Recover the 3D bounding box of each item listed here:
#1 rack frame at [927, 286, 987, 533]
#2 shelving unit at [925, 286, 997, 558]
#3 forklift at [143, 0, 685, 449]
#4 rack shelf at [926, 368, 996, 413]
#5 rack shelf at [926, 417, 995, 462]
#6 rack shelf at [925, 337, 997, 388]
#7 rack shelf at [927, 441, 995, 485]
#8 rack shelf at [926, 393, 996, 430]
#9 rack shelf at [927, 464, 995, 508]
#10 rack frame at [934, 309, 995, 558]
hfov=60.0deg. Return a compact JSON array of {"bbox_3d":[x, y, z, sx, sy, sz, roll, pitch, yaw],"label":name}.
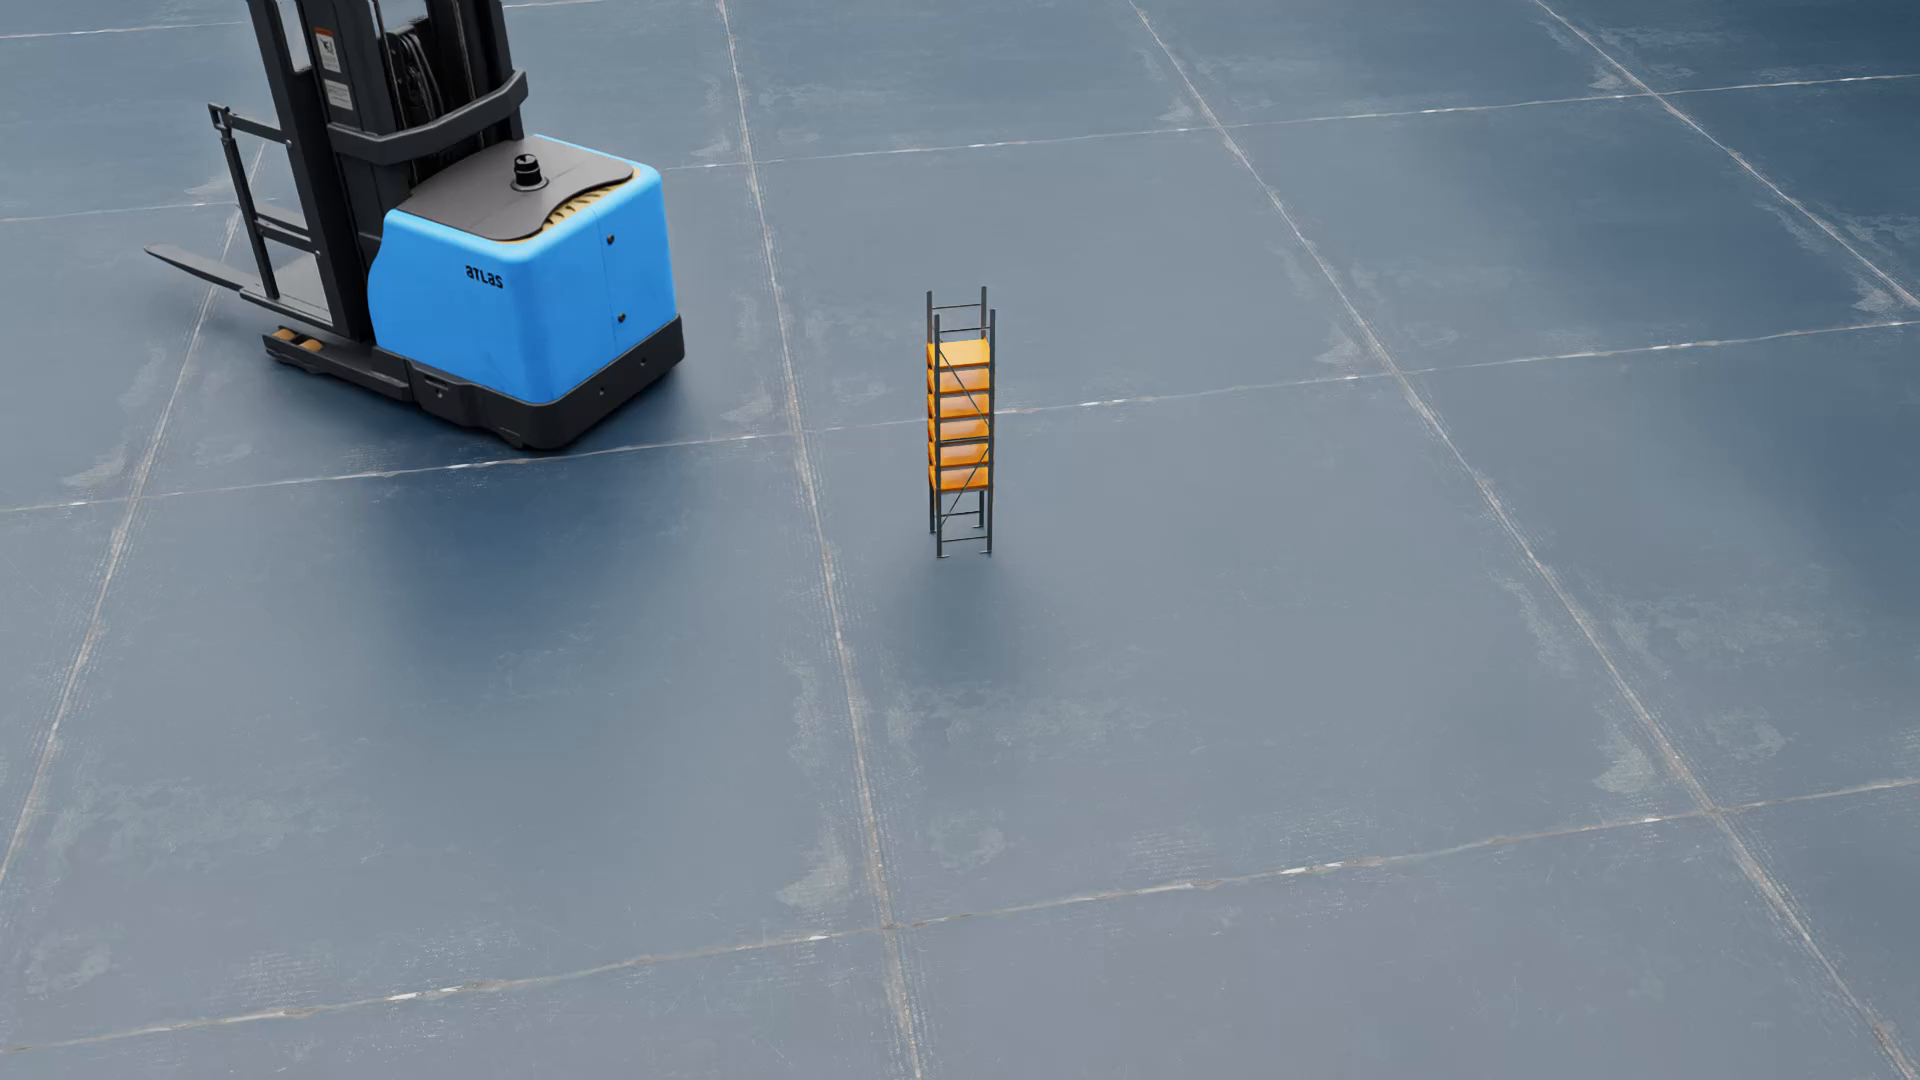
[{"bbox_3d":[-0.013,-0.520,6.942,0.240,1.200,0.006,-6,38,-8],"label":"rack frame"},{"bbox_3d":[0.003,-0.465,6.871,0.258,1.200,0.189,-6,38,-8],"label":"shelving unit"},{"bbox_3d":[-2.905,-2.248,7.754,3.031,2.935,1.130,20,42,24],"label":"forklift"},{"bbox_3d":[0.003,-0.620,6.751,0.258,0.103,0.180,-6,38,-8],"label":"rack shelf"},{"bbox_3d":[0.003,-0.430,6.898,0.258,0.103,0.180,-6,38,-8],"label":"rack shelf"},{"bbox_3d":[0.003,-0.714,6.677,0.258,0.103,0.180,-6,38,-8],"label":"rack shelf"},{"bbox_3d":[0.003,-0.335,6.972,0.258,0.103,0.180,-6,38,-8],"label":"rack shelf"},{"bbox_3d":[0.003,-0.525,6.824,0.258,0.103,0.180,-6,38,-8],"label":"rack shelf"},{"bbox_3d":[0.003,-0.240,7.045,0.258,0.103,0.180,-6,38,-8],"label":"rack shelf"},{"bbox_3d":[0.019,-0.410,6.800,0.240,1.200,0.006,-6,38,-8],"label":"rack frame"}]
